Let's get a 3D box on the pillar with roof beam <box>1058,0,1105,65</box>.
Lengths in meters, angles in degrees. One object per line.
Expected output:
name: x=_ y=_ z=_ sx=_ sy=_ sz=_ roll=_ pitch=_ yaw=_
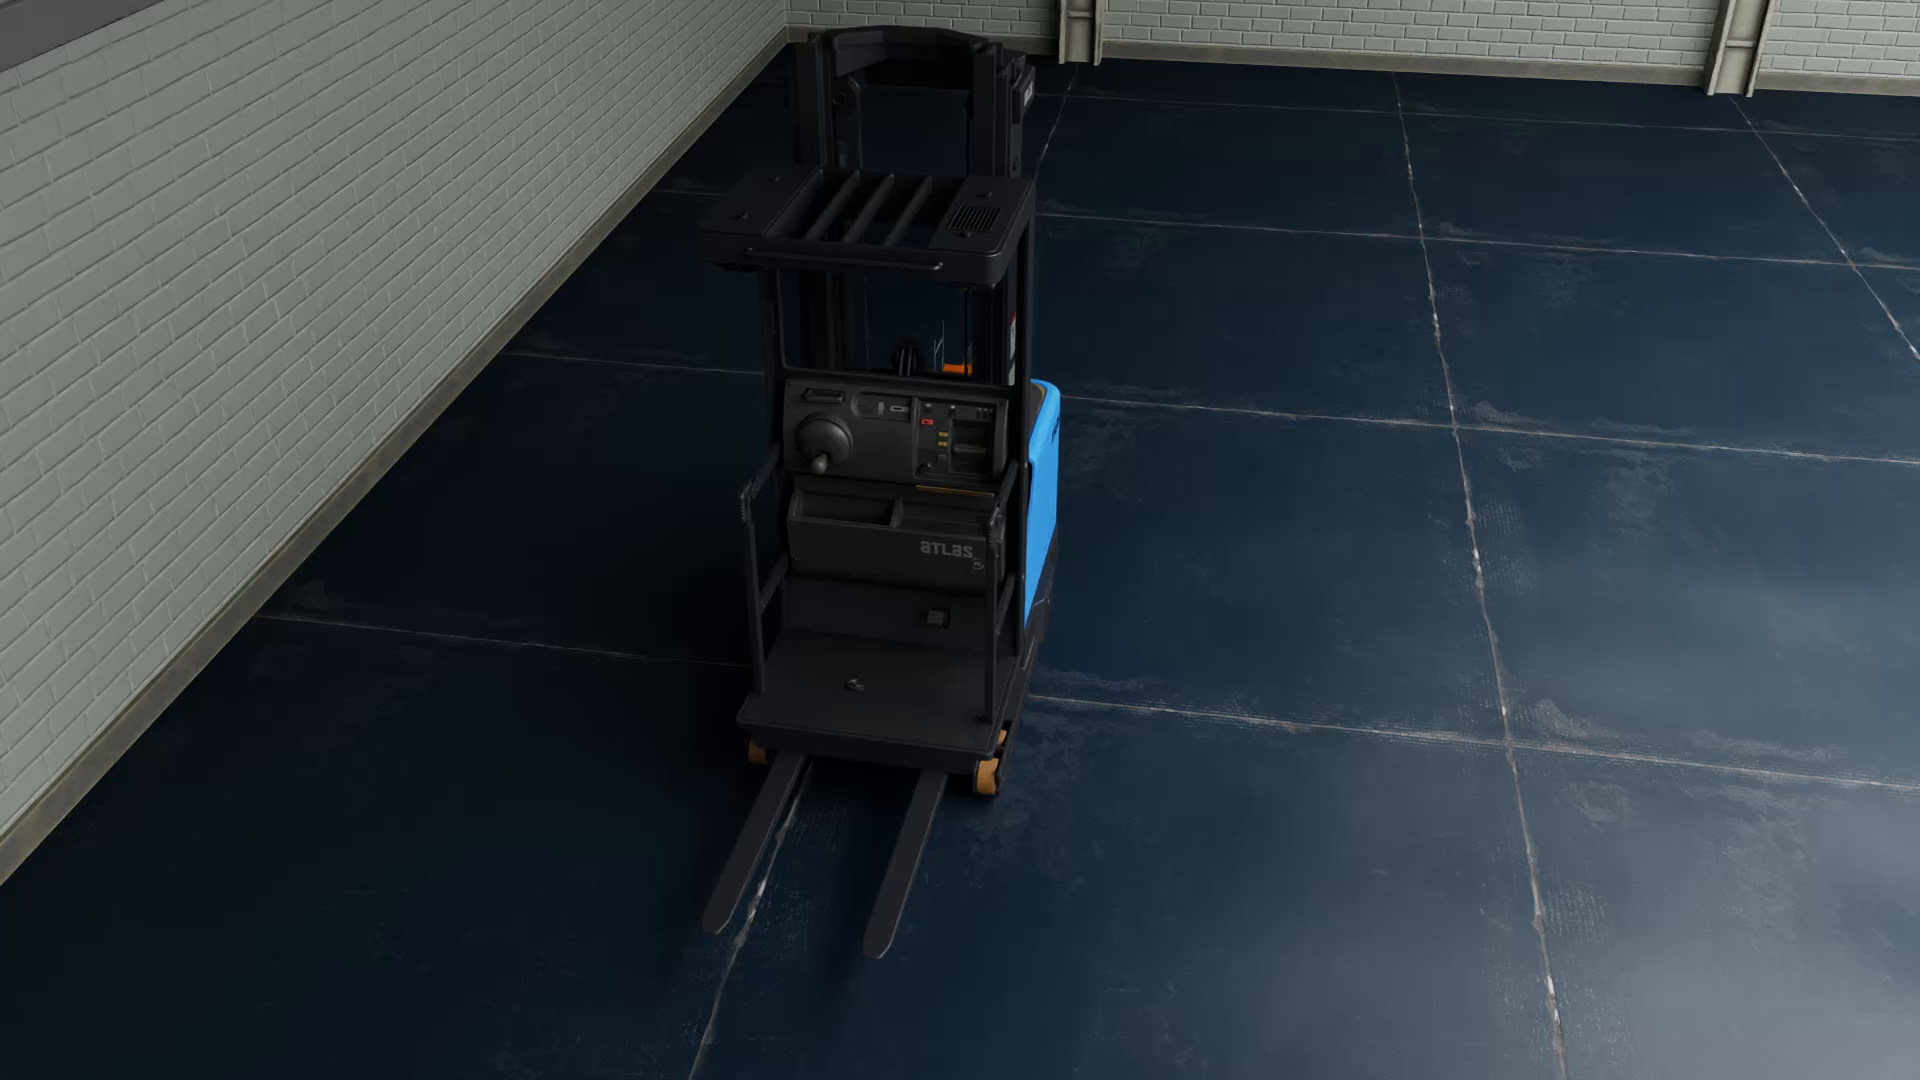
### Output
pillar with roof beam: x=0.449 y=-6.254 z=10.260 sx=0.400 sy=9.000 sz=9.100 roll=5 pitch=32 yaw=8

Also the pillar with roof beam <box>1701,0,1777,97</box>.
pillar with roof beam: x=6.364 y=-5.718 z=9.404 sx=0.400 sy=9.000 sz=9.100 roll=5 pitch=32 yaw=8

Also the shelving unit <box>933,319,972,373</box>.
shelving unit: x=-0.012 y=-0.514 z=8.440 sx=0.189 sy=1.200 sz=0.258 roll=6 pitch=33 yaw=10

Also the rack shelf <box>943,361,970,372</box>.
rack shelf: x=-0.012 y=-0.782 z=8.273 sx=0.180 sy=0.103 sz=0.258 roll=6 pitch=33 yaw=10

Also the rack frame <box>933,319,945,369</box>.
rack frame: x=-0.102 y=-0.524 z=8.456 sx=0.006 sy=1.200 sz=0.240 roll=6 pitch=33 yaw=10

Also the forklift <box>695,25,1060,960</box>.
forklift: x=-0.308 y=-0.379 z=6.593 sx=1.130 sy=2.935 sz=3.031 roll=6 pitch=33 yaw=10

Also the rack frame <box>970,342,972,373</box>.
rack frame: x=0.078 y=-0.504 z=8.424 sx=0.006 sy=1.200 sz=0.240 roll=6 pitch=33 yaw=10
